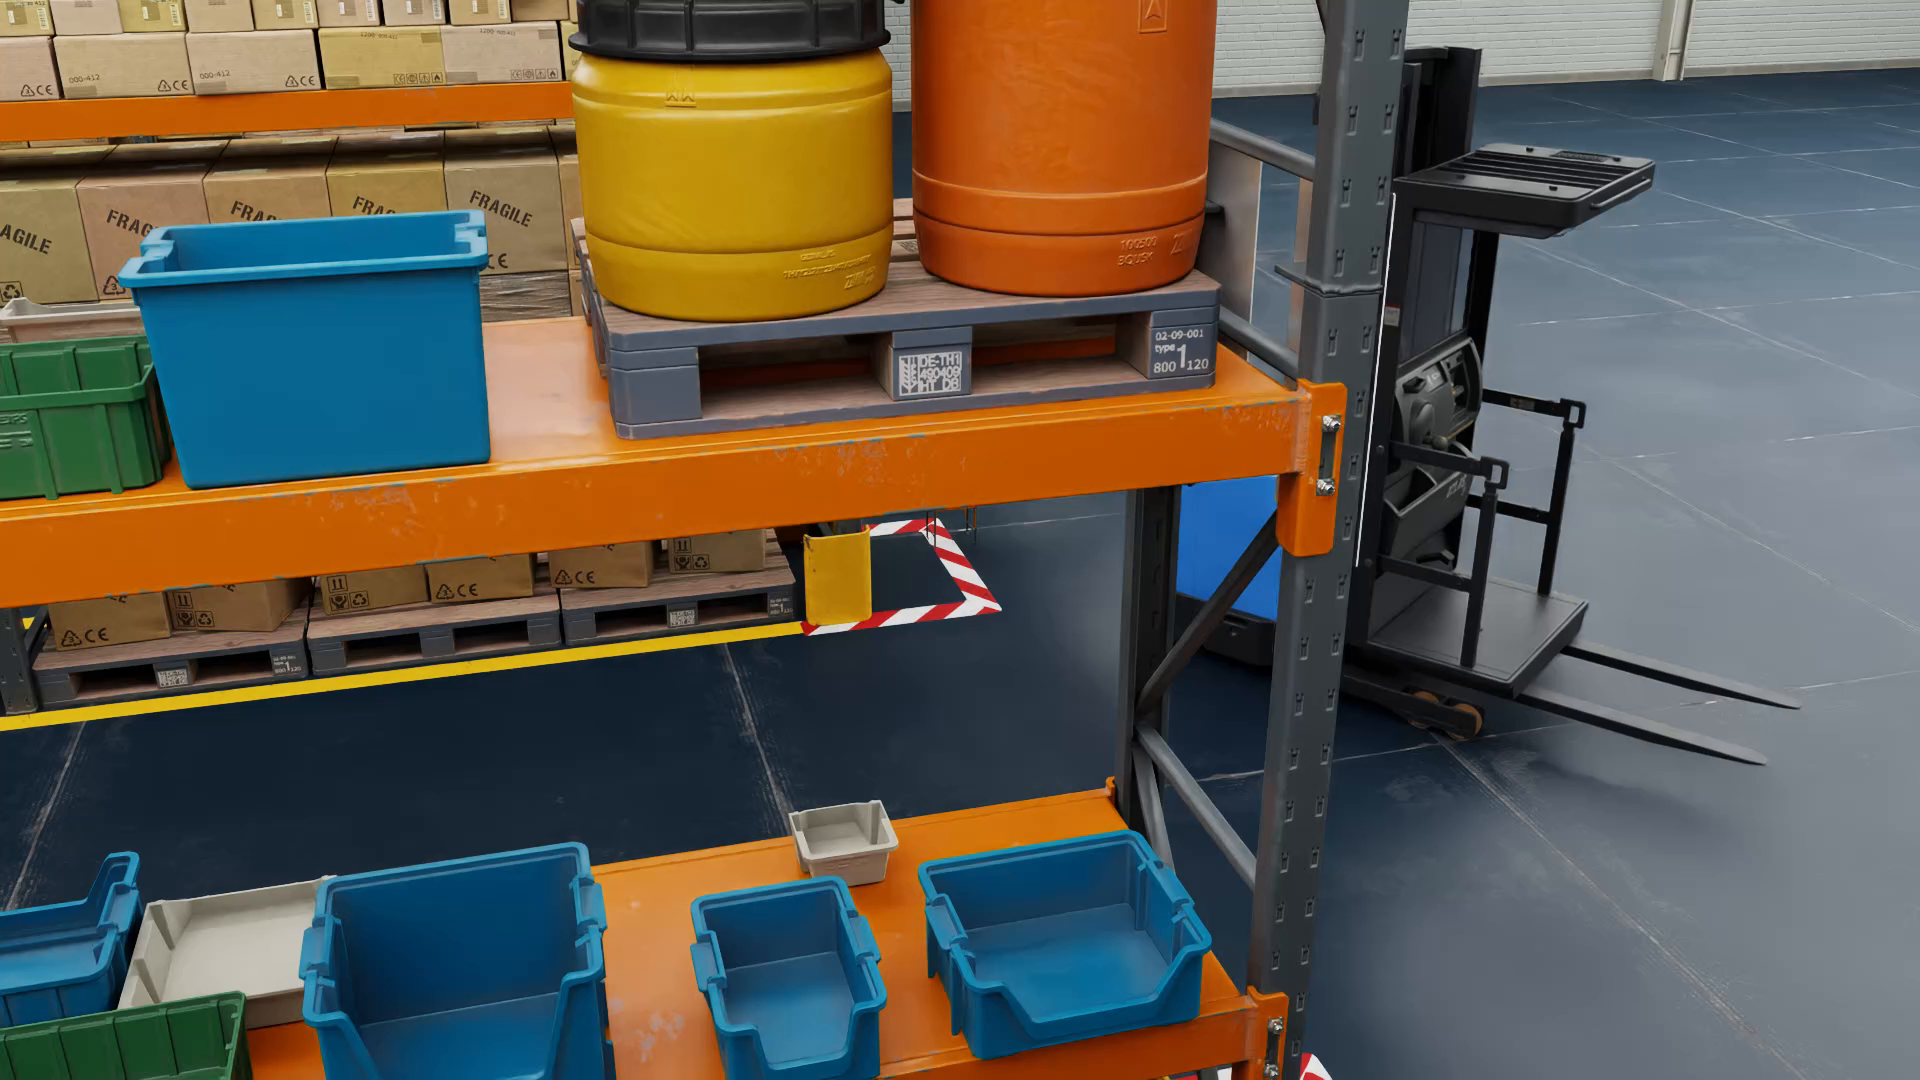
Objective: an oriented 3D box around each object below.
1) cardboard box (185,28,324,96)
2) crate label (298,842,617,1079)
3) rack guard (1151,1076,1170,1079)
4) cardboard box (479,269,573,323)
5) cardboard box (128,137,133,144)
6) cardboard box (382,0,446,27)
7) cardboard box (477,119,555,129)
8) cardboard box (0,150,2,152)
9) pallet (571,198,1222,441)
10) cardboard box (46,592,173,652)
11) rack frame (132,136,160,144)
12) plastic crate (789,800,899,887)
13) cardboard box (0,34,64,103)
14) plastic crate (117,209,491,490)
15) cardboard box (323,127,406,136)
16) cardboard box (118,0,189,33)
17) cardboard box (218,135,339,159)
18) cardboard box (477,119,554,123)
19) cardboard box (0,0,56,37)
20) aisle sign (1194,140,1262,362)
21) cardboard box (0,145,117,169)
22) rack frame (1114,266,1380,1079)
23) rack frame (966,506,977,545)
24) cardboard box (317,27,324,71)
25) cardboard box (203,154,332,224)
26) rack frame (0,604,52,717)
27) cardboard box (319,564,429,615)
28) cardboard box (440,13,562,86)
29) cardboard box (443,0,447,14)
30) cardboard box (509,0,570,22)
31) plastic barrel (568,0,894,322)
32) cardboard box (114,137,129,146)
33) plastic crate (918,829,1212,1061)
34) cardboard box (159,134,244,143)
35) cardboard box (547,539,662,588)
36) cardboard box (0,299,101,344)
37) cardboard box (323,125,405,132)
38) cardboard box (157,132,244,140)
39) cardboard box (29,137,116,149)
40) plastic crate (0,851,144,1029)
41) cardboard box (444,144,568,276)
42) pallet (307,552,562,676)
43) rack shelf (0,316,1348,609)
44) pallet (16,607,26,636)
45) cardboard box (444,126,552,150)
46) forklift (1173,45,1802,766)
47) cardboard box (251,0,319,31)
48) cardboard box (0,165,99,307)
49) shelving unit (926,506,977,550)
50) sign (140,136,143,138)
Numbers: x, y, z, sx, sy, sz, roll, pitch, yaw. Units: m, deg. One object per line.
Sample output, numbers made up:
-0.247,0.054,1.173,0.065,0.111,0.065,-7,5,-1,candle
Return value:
-3.062,-2.111,7.251,0.500,0.250,0.500,-7,24,-16,cardboard box
-1.064,0.994,3.585,0.616,0.435,0.502,-6,24,-14,crate label
0.575,1.886,4.721,0.348,0.500,1.175,-6,24,-14,rack guard
-2.182,-1.168,8.164,0.500,0.500,0.875,-6,24,-14,cardboard box
-10.547,-5.271,20.709,0.625,0.625,0.875,-7,24,-17,cardboard box
-2.417,-2.367,7.342,0.250,0.149,0.380,-8,24,-17,cardboard box
-3.387,-2.997,12.739,0.550,0.550,0.875,-6,24,-14,cardboard box
-6.713,-2.472,11.581,0.500,0.500,0.500,-7,24,-15,cardboard box
-0.188,-0.530,3.616,1.213,0.211,1.003,-6,24,-14,pallet
-4.158,0.185,8.152,0.500,0.500,0.500,-7,24,-16,cardboard box
-5.797,-2.637,12.092,0.127,3.000,1.000,-6,24,-14,rack frame
-0.313,0.805,4.403,0.250,0.136,0.298,-6,24,-14,plastic crate
-4.052,-2.003,7.001,0.500,0.250,0.500,-7,24,-16,cardboard box
-1.120,-0.343,2.961,0.575,0.384,0.392,-6,24,-14,plastic crate
-4.369,-2.830,12.351,0.550,0.550,0.875,-6,24,-14,cardboard box
-3.428,-2.271,7.120,0.250,0.149,0.380,-6,24,-13,cardboard box
-3.232,-1.644,8.006,0.500,0.500,0.500,-6,24,-14,cardboard box
-3.394,-3.502,12.548,0.550,0.550,0.875,-6,24,-14,cardboard box
-3.920,-2.208,6.972,0.250,0.149,0.380,-8,24,-17,cardboard box
0.625,-0.602,4.053,0.004,0.787,0.394,-6,24,-14,aisle sign
-4.195,-1.538,7.758,0.500,0.500,0.500,-6,24,-14,cardboard box
0.635,0.711,4.289,0.127,3.000,1.000,-6,24,-14,rack frame
0.066,-0.490,9.560,0.008,1.050,0.200,-6,24,-14,rack frame
-3.191,-2.308,7.712,0.500,0.250,0.500,-6,24,-15,cardboard box
-3.090,-1.444,7.538,0.500,0.500,0.500,-6,24,-14,cardboard box
-4.554,-0.743,7.678,0.127,3.000,1.000,-6,24,-14,rack frame
-3.032,0.025,8.525,0.500,0.500,0.500,-9,25,-19,cardboard box
-2.074,-2.225,7.518,0.500,0.250,0.500,-6,24,-13,cardboard box
-2.520,-2.551,7.771,0.250,0.149,0.380,-7,24,-15,cardboard box
-1.909,-2.445,7.525,0.250,0.149,0.380,-6,24,-14,cardboard box
-0.428,-0.777,3.182,0.600,0.588,0.600,0,23,0,plastic barrel
-6.376,-2.729,12.180,0.500,0.500,0.500,-6,24,-14,cardboard box
0.234,0.946,3.929,0.616,0.251,0.499,-6,24,-14,plastic crate
-5.445,-2.750,12.164,0.550,0.550,0.875,-6,24,-14,cardboard box
-1.875,-0.077,8.762,0.500,0.500,0.500,0,23,0,cardboard box
-4.104,-0.950,7.657,0.500,0.500,0.875,-6,24,-14,cardboard box
-4.377,-3.337,12.162,0.550,0.550,0.875,-6,24,-14,cardboard box
-5.432,-3.229,11.910,0.550,0.550,0.875,-6,24,-14,cardboard box
-6.273,-3.087,11.747,0.500,0.500,0.700,-7,24,-15,cardboard box
-2.224,0.985,3.840,0.616,0.251,0.499,-6,24,-14,plastic crate
-2.128,-1.551,7.789,0.500,0.500,0.500,-6,24,-14,cardboard box
-2.740,0.322,8.732,1.213,0.211,1.003,-6,24,-14,pallet
-1.291,-0.124,3.343,4.000,0.370,1.077,-6,24,-14,rack shelf
-5.303,0.622,8.033,1.213,0.211,1.003,-6,24,-14,pallet
-2.270,-1.752,8.257,0.500,0.500,0.500,-6,24,-14,cardboard box
2.380,-0.664,7.581,3.031,2.935,1.130,17,28,34,forklift
-2.913,-2.307,7.203,0.250,0.149,0.380,-7,24,-15,cardboard box
-4.052,-1.337,7.289,0.500,0.500,0.500,-6,24,-14,cardboard box
-0.051,-0.477,9.530,0.252,1.050,0.215,-6,24,-14,shelving unit
-5.641,-2.928,11.401,0.005,0.325,0.100,-6,24,-14,sign
